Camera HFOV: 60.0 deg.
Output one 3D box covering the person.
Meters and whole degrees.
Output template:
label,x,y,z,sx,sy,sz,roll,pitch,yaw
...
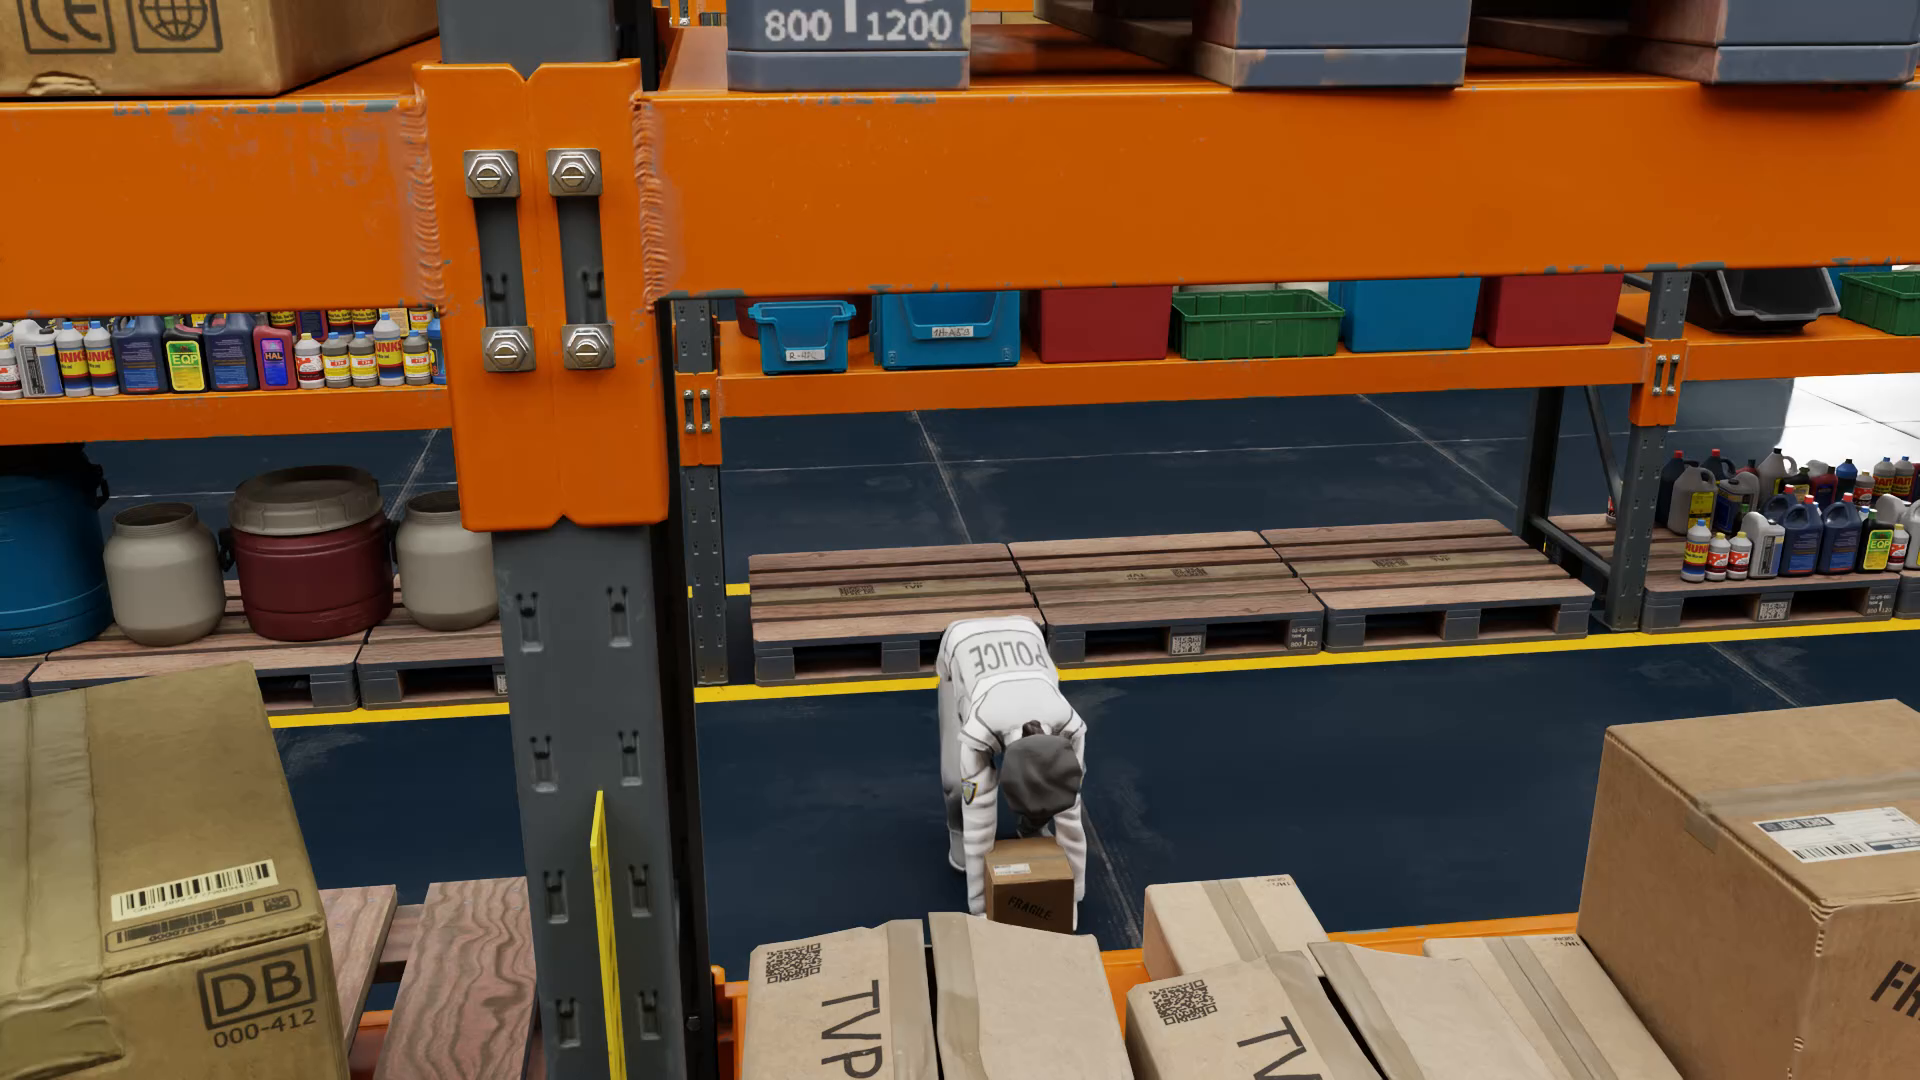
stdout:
label,x,y,z,sx,sy,sz,roll,pitch,yaw
person,0.172,0.735,5.317,0.468,0.833,0.894,-4,20,-10
